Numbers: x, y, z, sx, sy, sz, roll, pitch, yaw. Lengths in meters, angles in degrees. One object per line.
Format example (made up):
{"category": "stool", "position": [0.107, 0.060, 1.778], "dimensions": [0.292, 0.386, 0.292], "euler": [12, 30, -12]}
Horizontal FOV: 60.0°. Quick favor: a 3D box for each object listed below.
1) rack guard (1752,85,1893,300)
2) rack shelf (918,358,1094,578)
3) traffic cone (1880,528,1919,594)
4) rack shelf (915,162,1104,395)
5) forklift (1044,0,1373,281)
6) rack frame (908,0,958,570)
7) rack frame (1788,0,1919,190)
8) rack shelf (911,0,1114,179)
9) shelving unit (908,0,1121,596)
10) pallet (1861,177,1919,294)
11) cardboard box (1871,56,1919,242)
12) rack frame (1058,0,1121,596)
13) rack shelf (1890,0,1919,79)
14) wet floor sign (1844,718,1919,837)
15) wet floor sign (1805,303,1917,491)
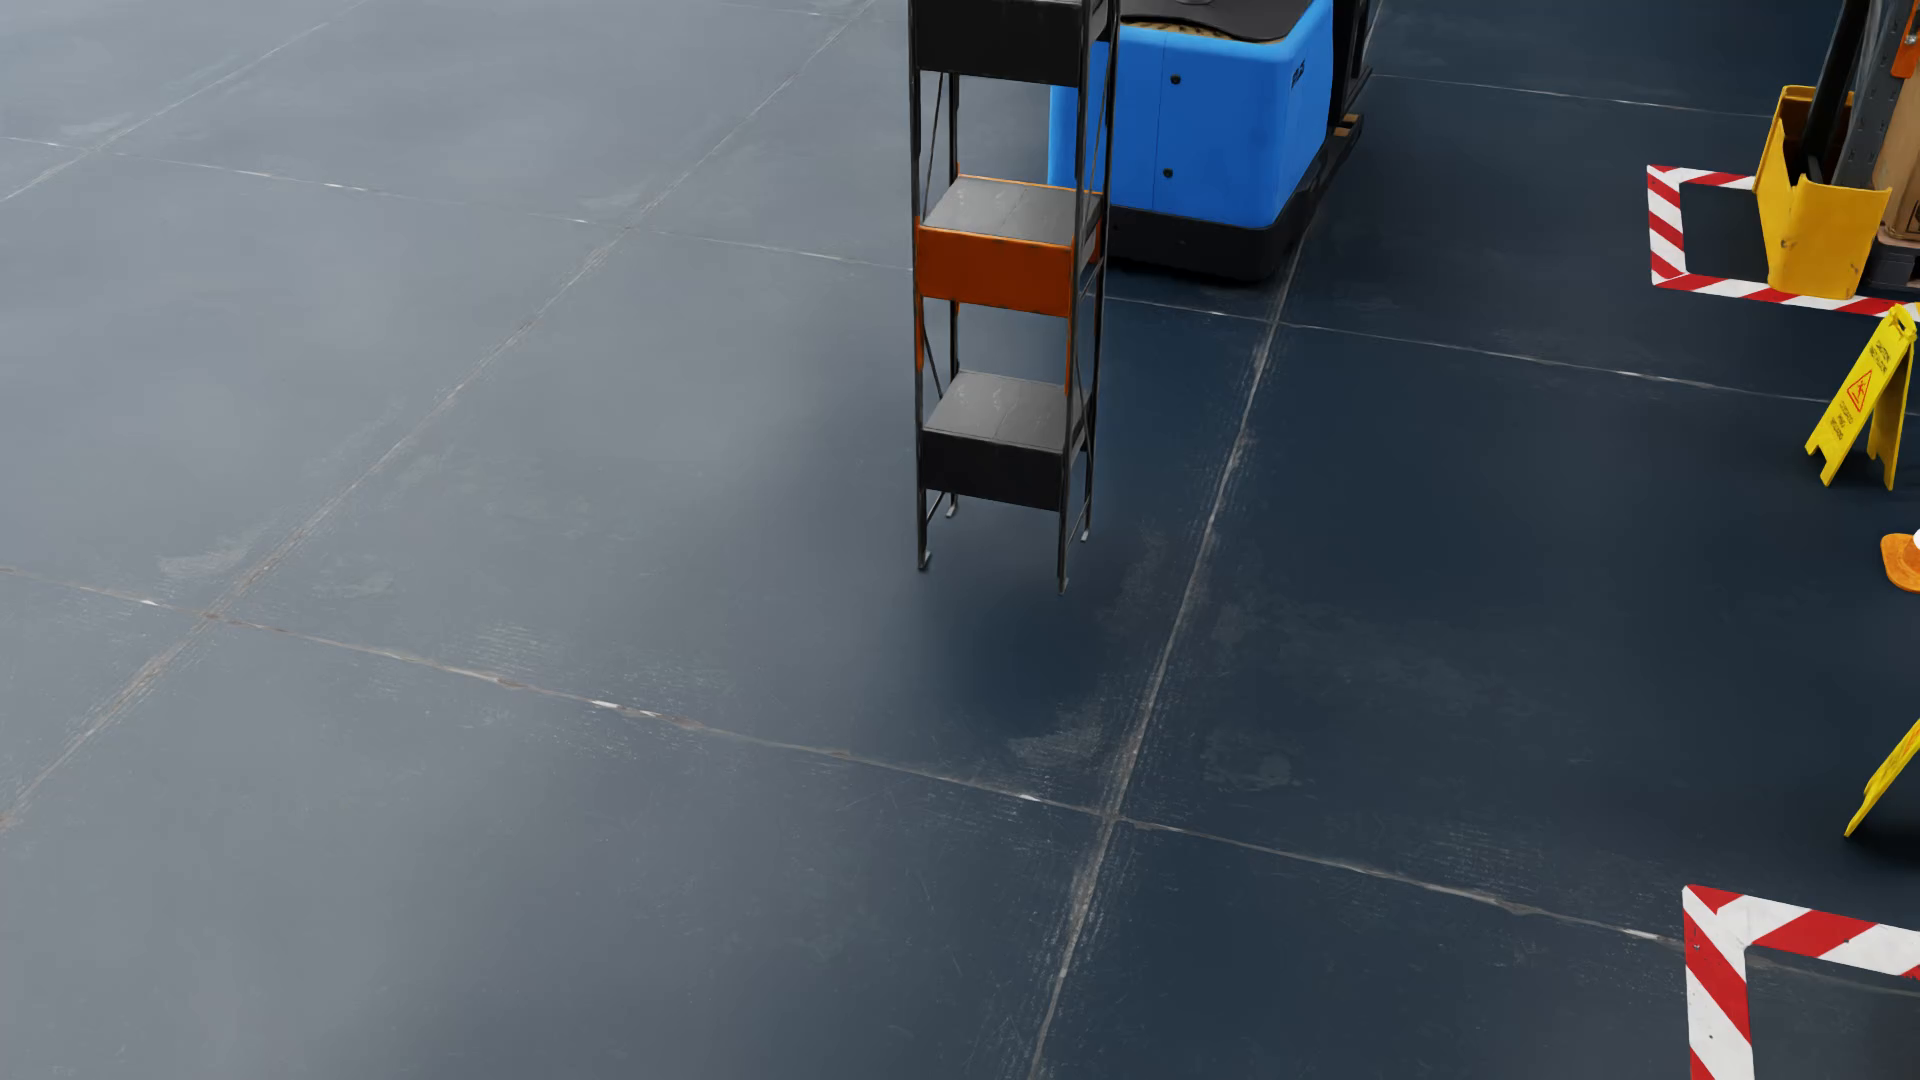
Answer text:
{"category": "rack guard", "position": [3.854, -1.583, 7.479], "dimensions": [0.348, 0.500, 1.175], "euler": [10, 38, 14]}
{"category": "rack shelf", "position": [0.158, -0.242, 5.511], "dimensions": [0.480, 0.518, 0.431], "euler": [10, 38, 14]}
{"category": "traffic cone", "position": [3.299, -0.087, 5.478], "dimensions": [0.334, 0.463, 0.336], "euler": [10, 38, 14]}
{"category": "rack shelf", "position": [0.158, -0.805, 5.096], "dimensions": [0.480, 0.518, 0.431], "euler": [10, 38, 14]}
{"category": "forklift", "position": [1.409, -3.164, 7.576], "dimensions": [1.130, 2.935, 3.031], "euler": [14, 39, 18]}
{"category": "rack frame", "position": [-0.075, -0.860, 5.146], "dimensions": [0.015, 2.100, 0.400], "euler": [10, 38, 14]}
{"category": "rack frame", "position": [3.877, -2.585, 6.732], "dimensions": [0.127, 3.000, 1.000], "euler": [10, 38, 14]}
{"category": "rack shelf", "position": [0.158, -1.369, 4.681], "dimensions": [0.480, 0.518, 0.431], "euler": [10, 38, 14]}
{"category": "shelving unit", "position": [0.158, -0.816, 5.088], "dimensions": [0.503, 2.100, 0.431], "euler": [10, 38, 14]}
{"category": "pallet", "position": [4.663, -1.365, 7.427], "dimensions": [1.213, 0.211, 1.003], "euler": [10, 38, 14]}
{"category": "cardboard box", "position": [4.544, -1.816, 7.125], "dimensions": [0.875, 0.875, 0.875], "euler": [11, 38, 14]}
{"category": "rack frame", "position": [0.391, -0.773, 5.029], "dimensions": [0.015, 2.100, 0.400], "euler": [10, 38, 14]}
{"category": "rack shelf", "position": [5.786, -1.942, 6.465], "dimensions": [4.000, 0.370, 1.077], "euler": [10, 38, 14]}
{"category": "wet floor sign", "position": [2.635, 0.542, 4.469], "dimensions": [0.232, 0.644, 0.267], "euler": [24, 43, 29]}
{"category": "wet floor sign", "position": [3.259, -0.522, 5.915], "dimensions": [0.232, 0.644, 0.267], "euler": [4, 37, 6]}
